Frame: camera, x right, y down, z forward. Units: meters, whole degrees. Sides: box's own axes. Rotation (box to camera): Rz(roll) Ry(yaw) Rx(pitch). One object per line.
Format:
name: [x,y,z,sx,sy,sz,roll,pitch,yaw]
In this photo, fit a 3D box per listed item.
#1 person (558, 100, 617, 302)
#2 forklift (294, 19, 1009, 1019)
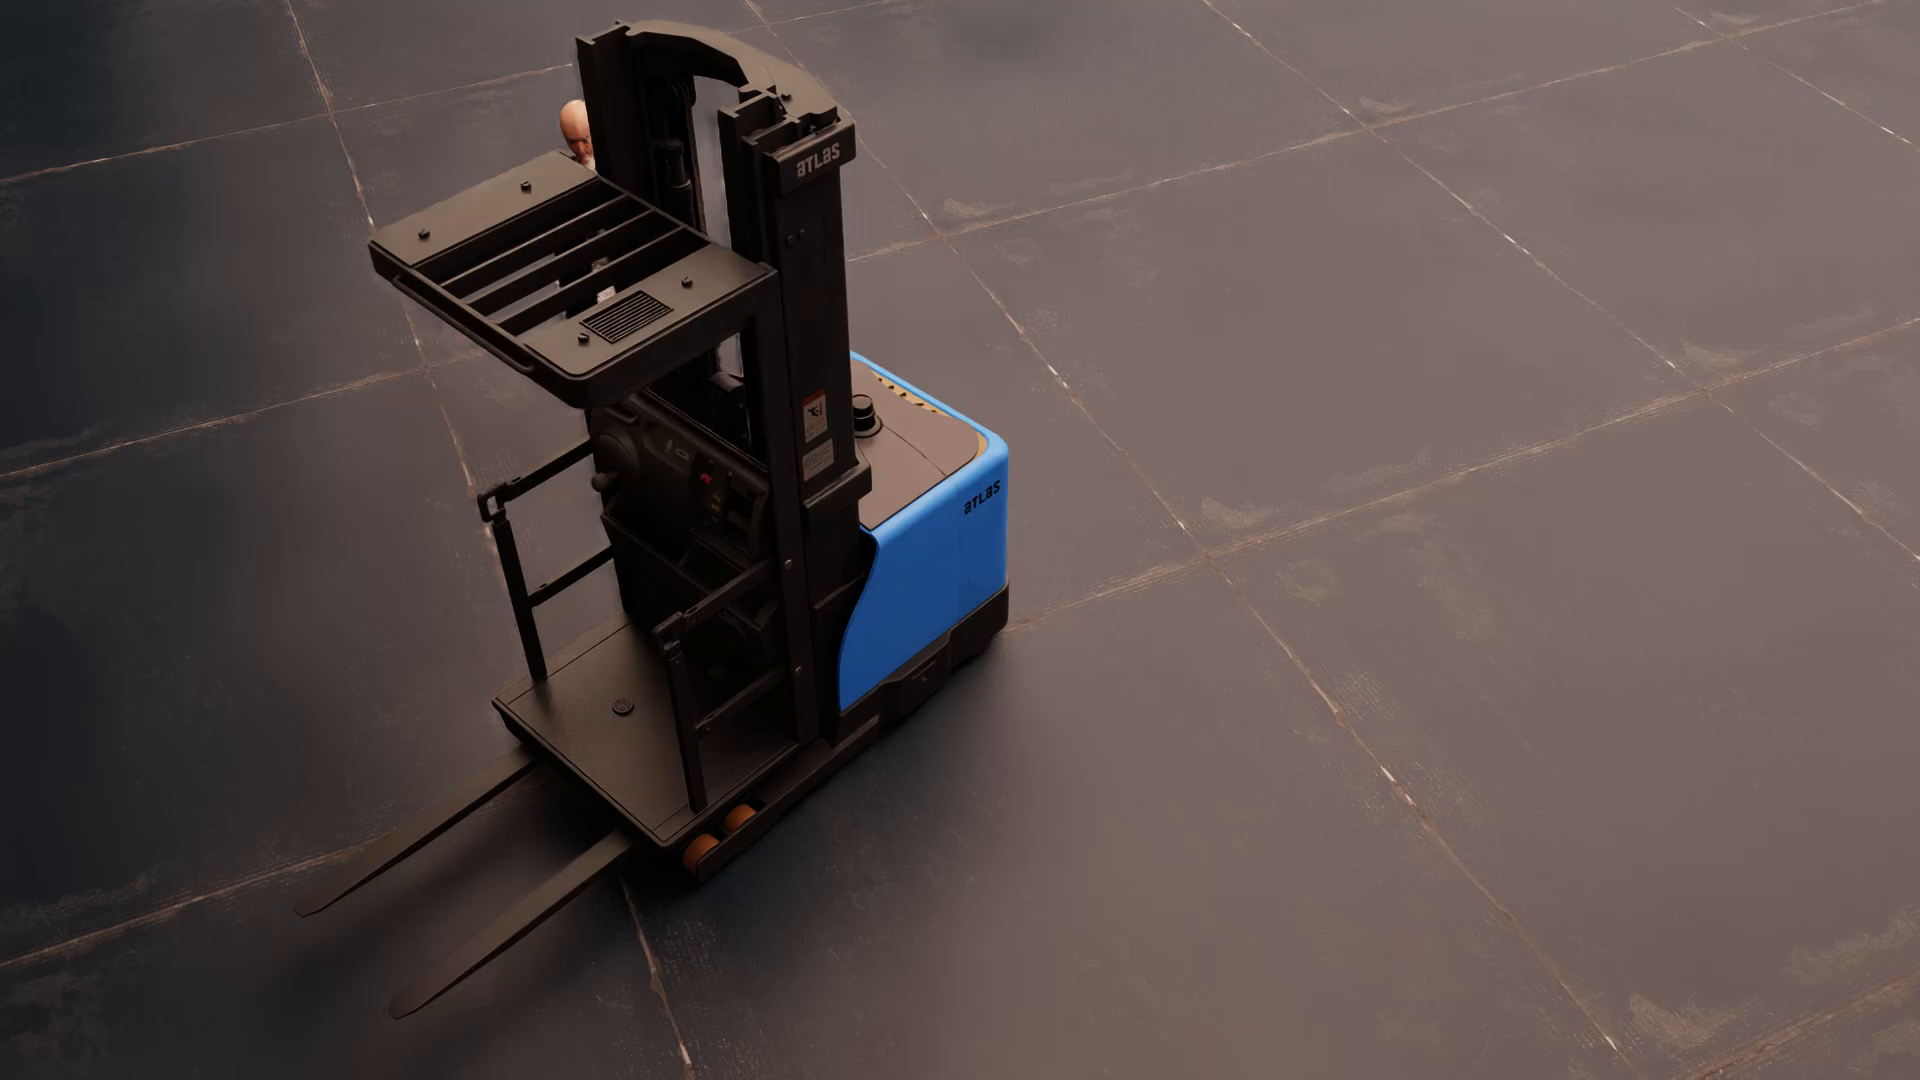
person: [-1.734,-1.374,8.126,0.543,1.662,1.026,-13,45,-14]
forklift: [-1.158,-0.168,5.860,1.130,2.935,3.031,32,52,30]
